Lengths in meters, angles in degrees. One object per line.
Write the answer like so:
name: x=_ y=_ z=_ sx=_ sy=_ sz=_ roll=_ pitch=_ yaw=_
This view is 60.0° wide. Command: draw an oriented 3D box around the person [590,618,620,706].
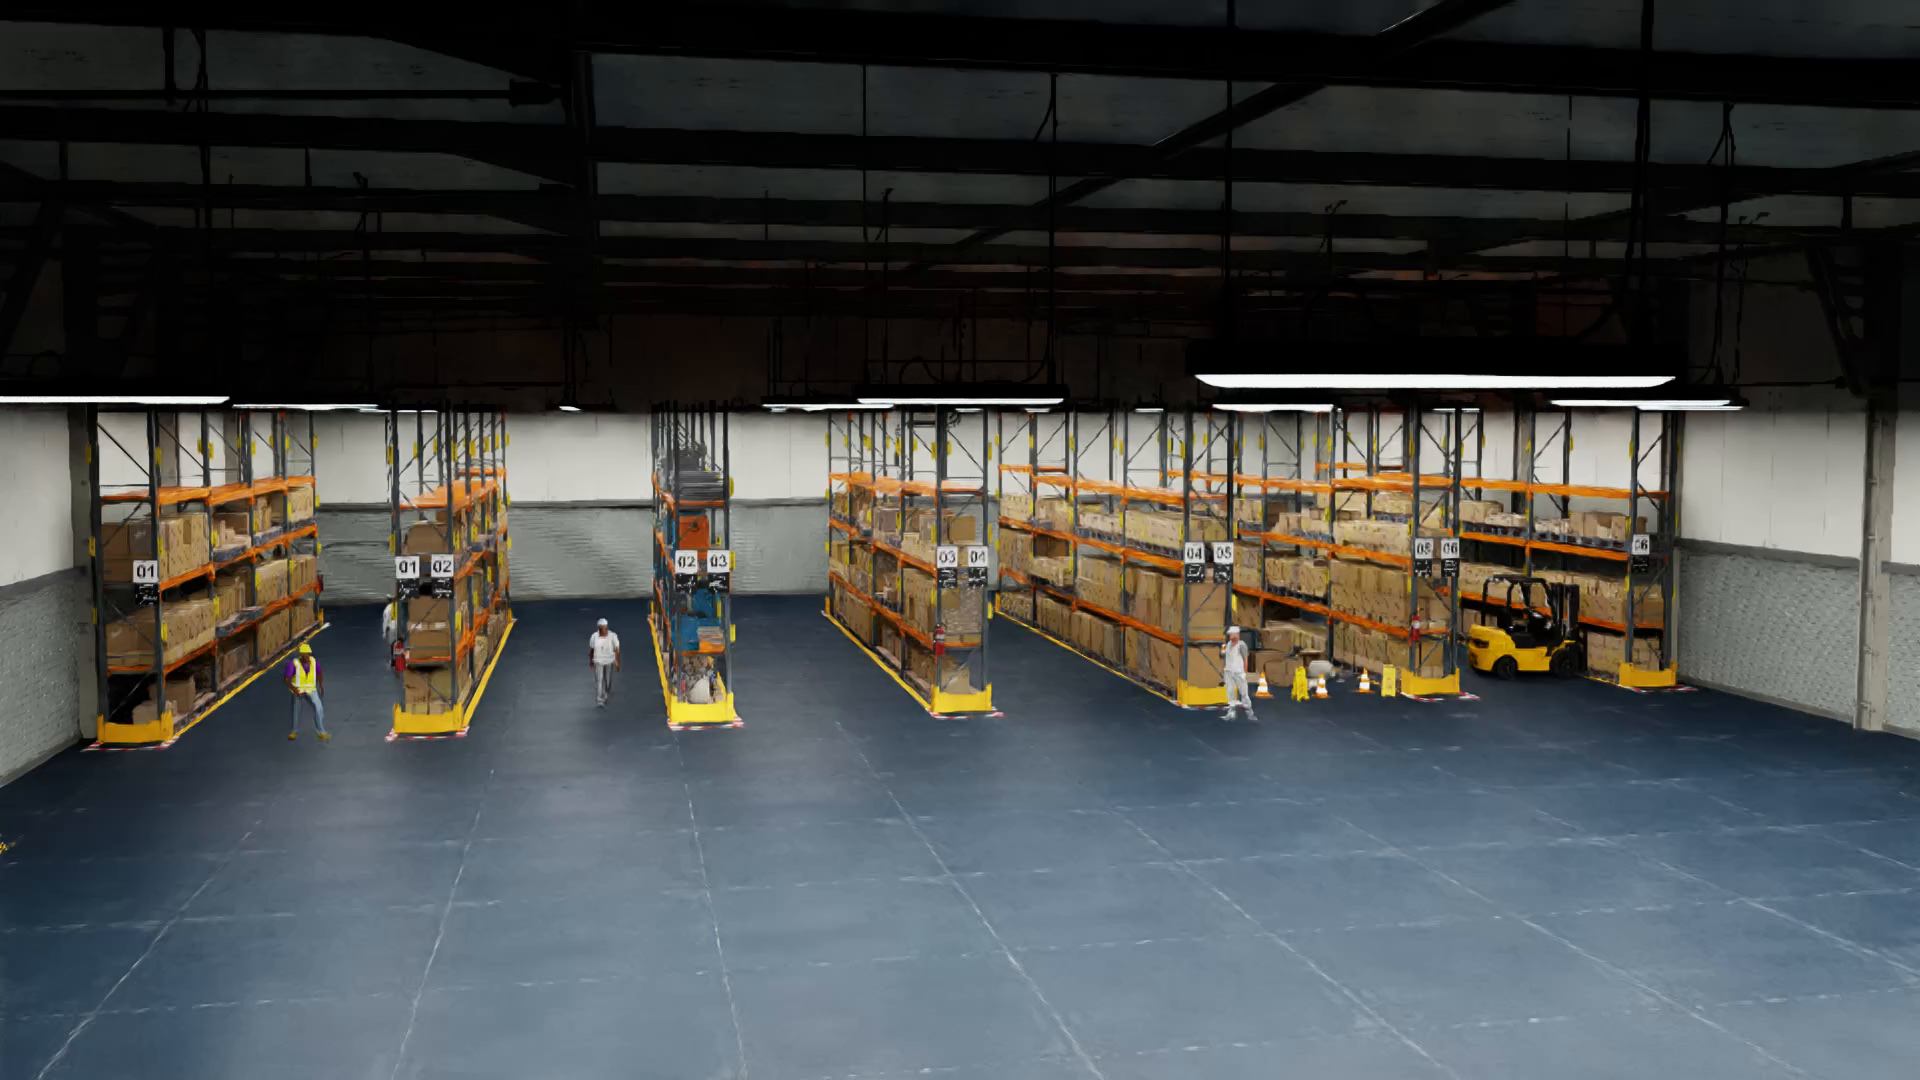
person: x=-7.019 y=2.391 z=32.868 sx=0.589 sy=1.716 sz=1.043 roll=-1 pitch=4 yaw=-13

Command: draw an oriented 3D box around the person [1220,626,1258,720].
person: x=5.227 y=2.492 z=31.151 sx=0.477 sy=1.788 sz=0.736 roll=-4 pitch=6 yaw=-41

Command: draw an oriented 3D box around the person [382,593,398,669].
person: x=-12.849 y=2.043 z=37.594 sx=0.545 sy=1.667 sz=0.572 roll=1 pitch=5 yaw=17

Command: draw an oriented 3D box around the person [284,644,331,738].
person: x=-11.540 y=2.656 z=29.285 sx=0.706 sy=1.698 sz=0.801 roll=-3 pitch=5 yaw=-32
